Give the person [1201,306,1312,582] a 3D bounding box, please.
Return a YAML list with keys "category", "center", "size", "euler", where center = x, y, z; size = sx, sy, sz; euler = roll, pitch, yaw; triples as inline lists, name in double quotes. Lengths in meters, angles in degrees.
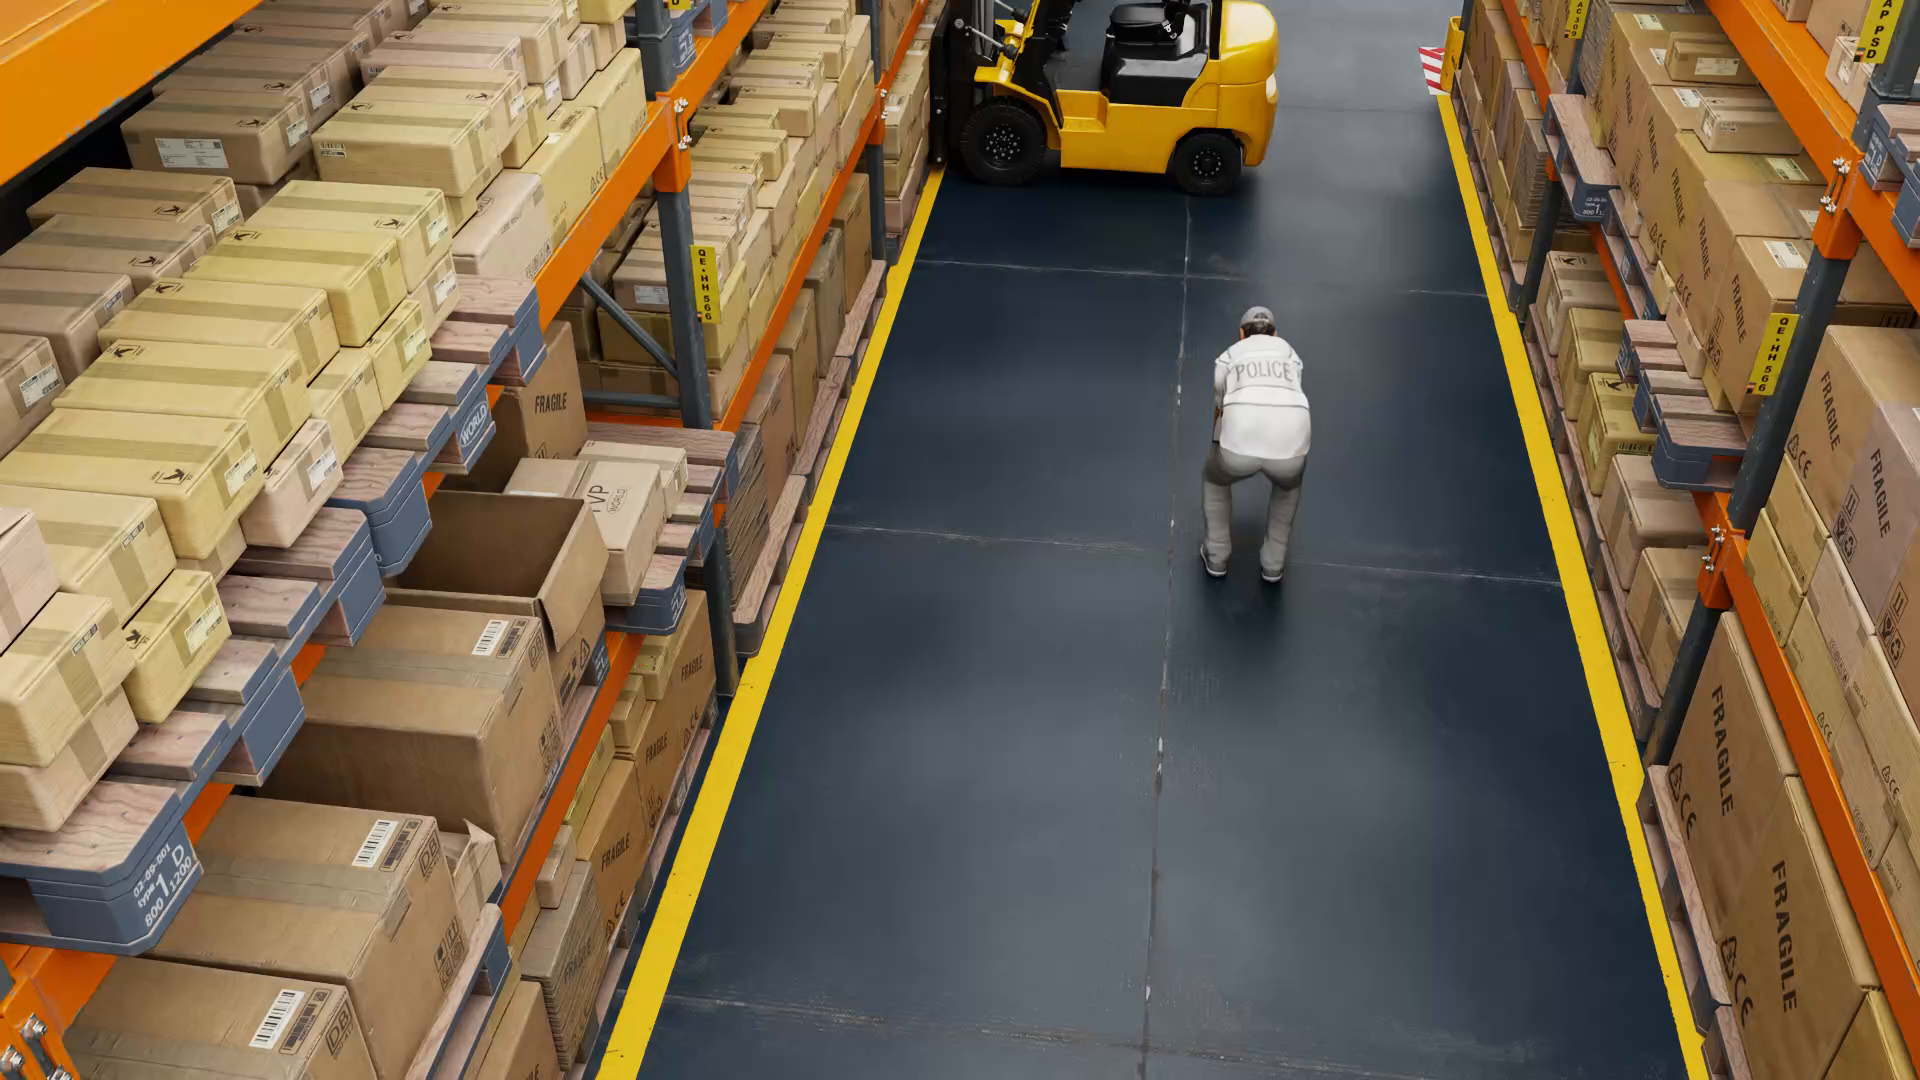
- category: "person"
  center: [1.426, -0.443, 8.074]
  size: [0.491, 1.153, 0.922]
  euler: [3, 36, 4]
